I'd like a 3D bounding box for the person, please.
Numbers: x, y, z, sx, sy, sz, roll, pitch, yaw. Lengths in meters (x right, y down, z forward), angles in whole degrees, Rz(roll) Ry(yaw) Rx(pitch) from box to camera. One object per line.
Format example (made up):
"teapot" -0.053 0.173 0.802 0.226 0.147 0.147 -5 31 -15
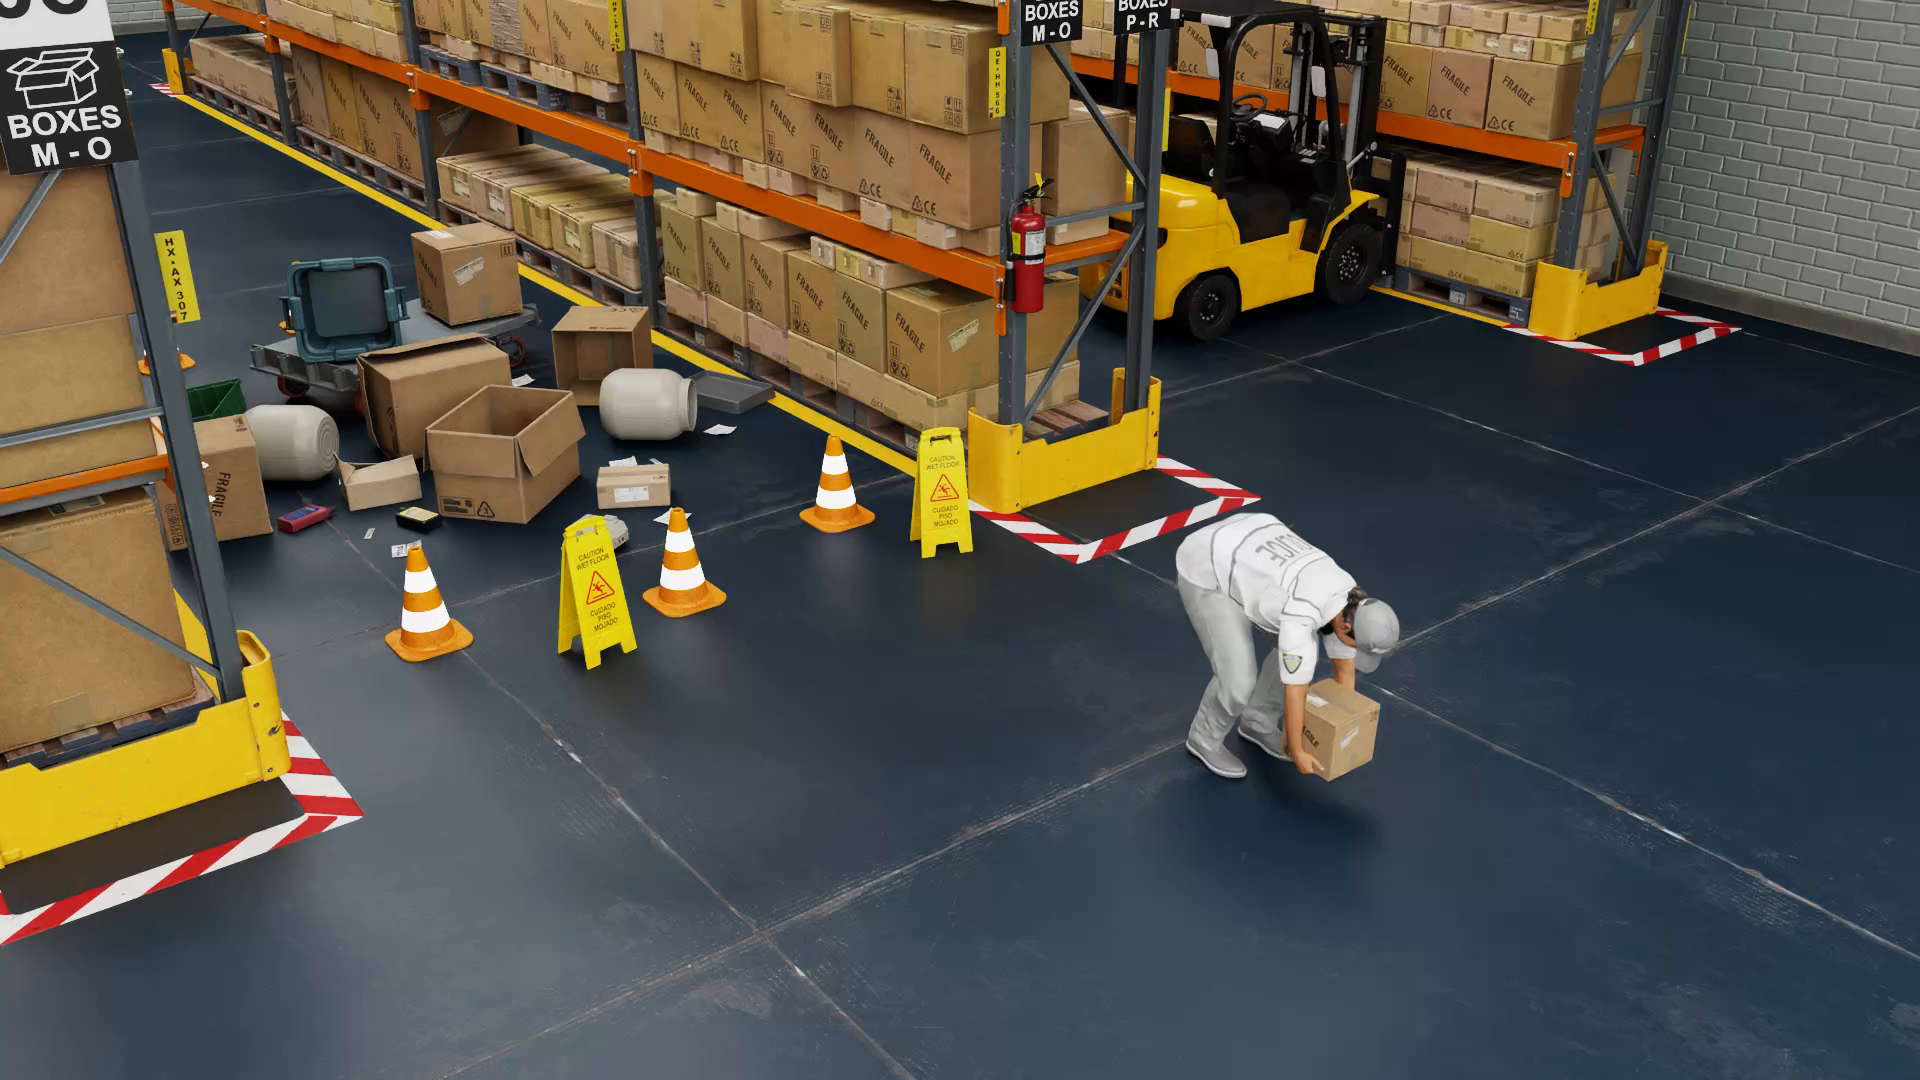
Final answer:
"person" 1.243 0.456 6.398 0.484 1.014 0.949 -20 31 -36
